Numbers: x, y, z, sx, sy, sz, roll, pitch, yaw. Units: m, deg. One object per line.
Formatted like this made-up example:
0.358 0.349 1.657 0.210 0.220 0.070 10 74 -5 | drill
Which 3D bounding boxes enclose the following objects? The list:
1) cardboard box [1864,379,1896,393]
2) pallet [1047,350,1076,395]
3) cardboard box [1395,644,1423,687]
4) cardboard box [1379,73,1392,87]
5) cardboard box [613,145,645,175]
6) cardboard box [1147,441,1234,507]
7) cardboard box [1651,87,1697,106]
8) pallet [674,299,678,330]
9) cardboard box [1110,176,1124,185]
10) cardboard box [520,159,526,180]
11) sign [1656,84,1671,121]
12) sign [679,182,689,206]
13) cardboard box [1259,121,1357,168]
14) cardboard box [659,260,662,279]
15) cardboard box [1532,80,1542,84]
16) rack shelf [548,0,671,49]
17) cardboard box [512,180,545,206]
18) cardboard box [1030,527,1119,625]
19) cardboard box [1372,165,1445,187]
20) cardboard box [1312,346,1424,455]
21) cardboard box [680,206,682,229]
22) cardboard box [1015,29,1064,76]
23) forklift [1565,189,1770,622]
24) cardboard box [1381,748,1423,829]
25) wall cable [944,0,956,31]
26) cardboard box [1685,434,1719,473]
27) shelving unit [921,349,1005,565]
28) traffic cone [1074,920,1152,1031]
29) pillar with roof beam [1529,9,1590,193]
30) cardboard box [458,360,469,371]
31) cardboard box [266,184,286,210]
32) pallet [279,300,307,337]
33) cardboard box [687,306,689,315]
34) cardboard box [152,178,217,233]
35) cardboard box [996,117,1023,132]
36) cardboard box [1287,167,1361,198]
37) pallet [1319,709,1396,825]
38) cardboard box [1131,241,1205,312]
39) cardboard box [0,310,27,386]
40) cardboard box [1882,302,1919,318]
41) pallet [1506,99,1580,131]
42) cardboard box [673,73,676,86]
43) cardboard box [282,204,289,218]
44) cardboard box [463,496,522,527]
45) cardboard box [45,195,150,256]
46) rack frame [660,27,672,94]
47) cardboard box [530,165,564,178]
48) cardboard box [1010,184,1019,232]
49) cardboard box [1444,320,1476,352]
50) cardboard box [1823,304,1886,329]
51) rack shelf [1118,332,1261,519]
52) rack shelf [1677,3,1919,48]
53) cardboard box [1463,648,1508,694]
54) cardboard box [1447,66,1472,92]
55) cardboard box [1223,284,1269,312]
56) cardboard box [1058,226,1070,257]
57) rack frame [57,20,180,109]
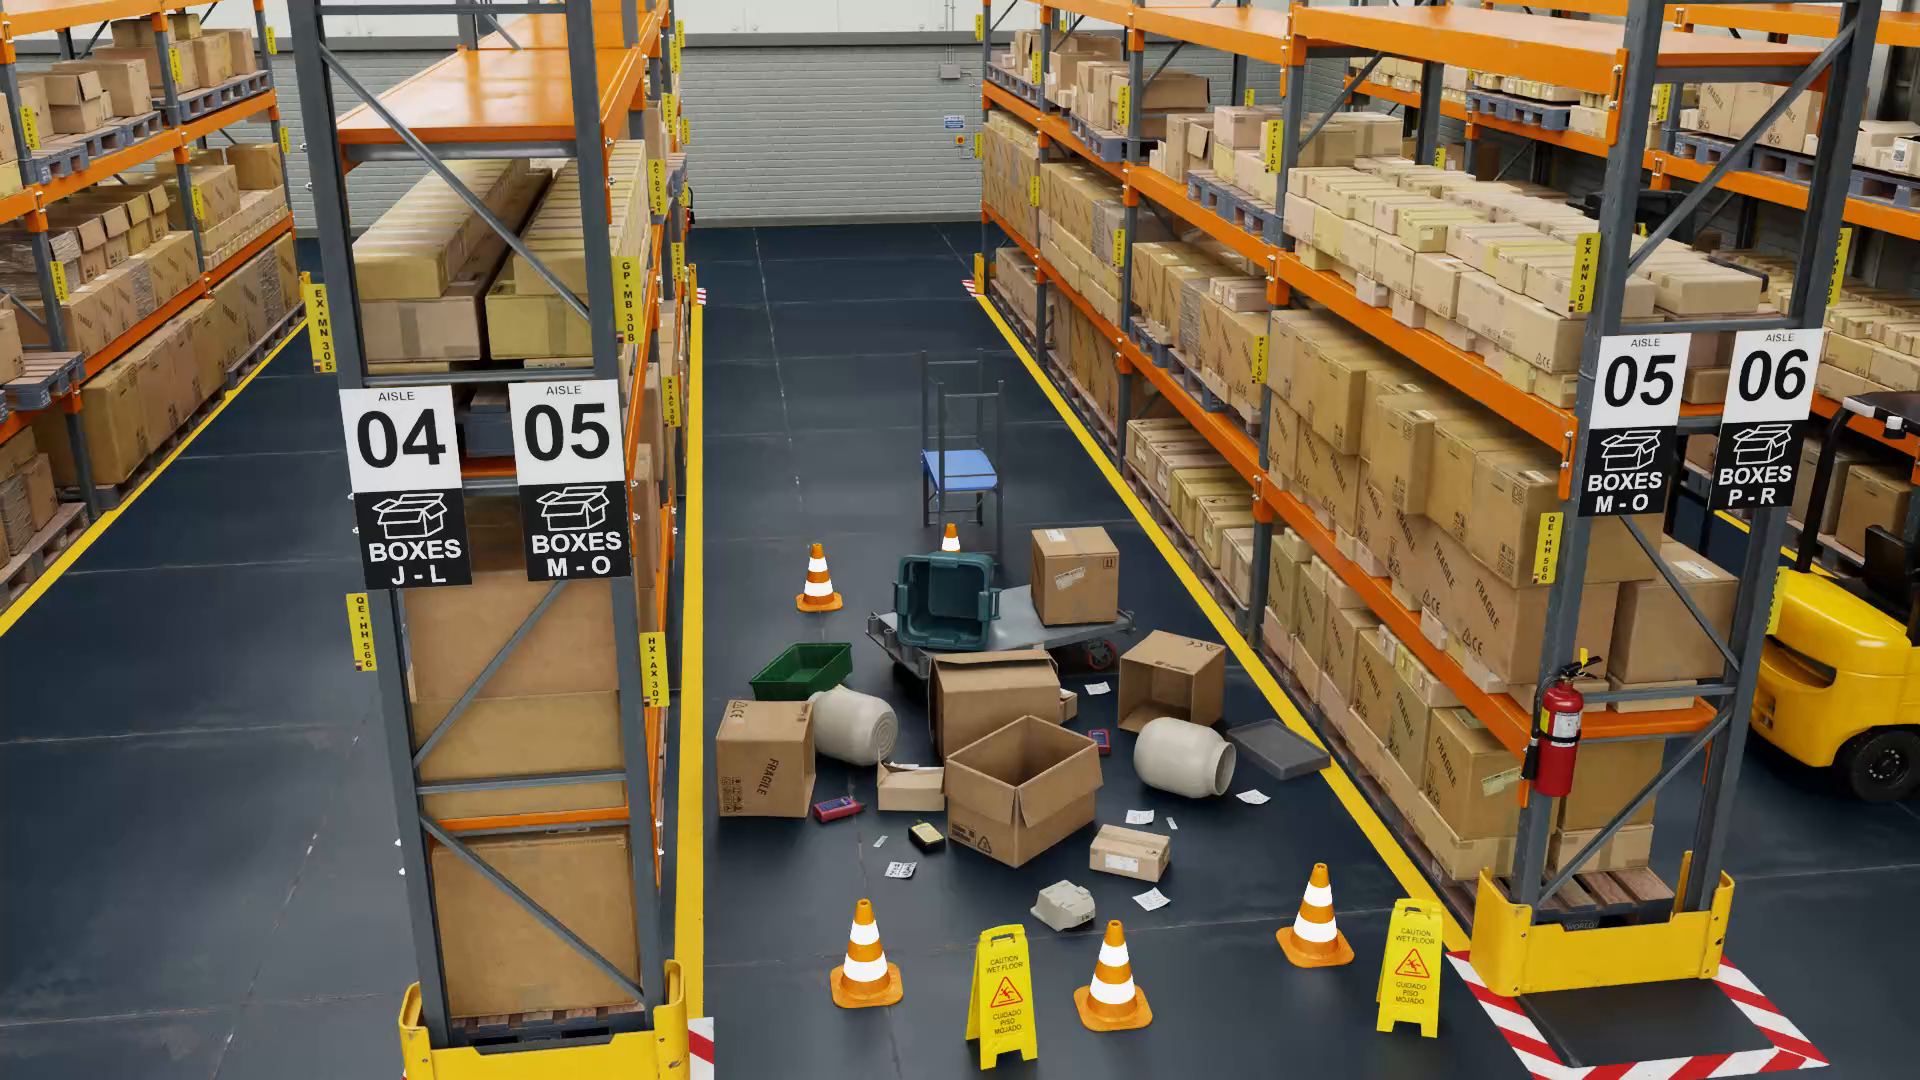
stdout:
7.109 -1.022 12.379 0.500 0.250 0.500 -2 21 -7 | cardboard box
1.562 -1.879 18.446 1.003 0.211 1.213 -3 21 -8 | pallet
2.580 0.667 8.974 0.380 0.149 0.250 -3 21 -7 | cardboard box
5.590 -5.890 21.271 0.380 0.149 0.250 -3 21 -8 | cardboard box
-1.950 -2.101 9.243 0.380 0.149 0.250 -3 21 -8 | cardboard box
2.139 -0.578 14.133 0.950 0.372 0.625 -3 21 -9 | cardboard box
6.522 -4.081 15.287 0.380 0.149 0.250 -2 21 -6 | cardboard box
-3.139 -1.931 14.873 1.213 0.211 1.003 -3 21 -8 | pallet
1.825 -3.467 17.139 0.500 0.500 0.500 -2 21 -6 | cardboard box
-2.600 -2.067 9.153 0.380 0.149 0.250 -3 21 -8 | cardboard box
6.327 -3.936 14.942 0.100 0.325 0.005 -3 21 -8 | sign
-2.959 -3.736 17.776 0.100 0.325 0.005 -3 21 -8 | sign
2.320 -2.639 11.107 0.500 0.250 0.500 -2 21 -7 | cardboard box
-2.847 -2.400 14.762 0.380 0.149 0.250 -3 21 -9 | cardboard box
6.150 -4.803 17.191 0.380 0.149 0.250 -3 21 -7 | cardboard box
-3.219 -4.758 15.193 1.077 0.370 4.000 -3 21 -8 | rack shelf
-2.487 -1.754 8.884 0.500 0.250 0.500 -3 21 -8 | cardboard box
0.772 0.237 11.284 0.500 0.500 0.500 -3 21 -8 | cardboard box
2.791 -2.241 10.362 0.380 0.149 0.250 -2 21 -7 | cardboard box
2.476 -0.817 9.620 0.700 0.500 0.500 -3 21 -9 | cardboard box
-3.408 -3.705 18.782 0.500 0.500 0.500 -3 21 -8 | cardboard box
0.942 -5.824 19.849 0.500 0.500 0.500 -3 21 -7 | cardboard box
4.994 -0.985 12.164 1.130 2.935 3.031 -3 21 -8 | forklift
2.656 1.351 9.141 0.500 0.250 0.500 -3 21 -8 | cardboard box
-0.299 -9.599 26.556 0.463 3.000 0.029 -3 21 -8 | wall cable
7.042 -0.957 14.786 0.875 0.625 0.625 -2 21 -6 | cardboard box
0.012 -0.673 13.375 0.538 1.500 1.048 -3 21 -8 | shelving unit
0.718 1.984 7.742 0.336 0.463 0.334 -3 21 -8 | traffic cone
2.819 -6.580 18.473 9.100 9.000 0.400 -3 21 -8 | pillar with roof beam
-2.197 -0.726 6.701 0.380 0.149 0.250 -3 21 -7 | cardboard box
-8.674 -4.249 20.593 0.500 0.250 0.500 -3 21 -9 | cardboard box
-8.814 -2.755 20.790 1.003 0.211 1.213 -3 21 -8 | pallet
-3.565 -2.889 20.638 0.380 0.149 0.250 -4 21 -10 | cardboard box
-8.246 -3.548 17.646 0.500 0.500 0.500 -3 21 -8 | cardboard box
0.665 -5.243 20.967 0.380 0.149 0.250 -4 21 -10 | cardboard box
2.252 -2.214 10.290 0.380 0.149 0.250 -3 21 -9 | cardboard box
2.840 1.281 9.984 1.003 0.211 1.213 -3 21 -8 | pallet
1.789 -2.279 14.363 0.500 0.500 0.500 -4 21 -9 | cardboard box
-7.557 -1.434 12.527 0.700 0.500 0.500 0 20 0 | cardboard box
7.512 -1.771 13.100 0.380 0.149 0.250 -3 21 -8 | cardboard box
6.465 -4.429 17.270 1.213 0.211 1.003 -3 21 -8 | pallet
-3.466 -5.260 18.724 0.500 0.250 0.500 -3 21 -7 | cardboard box
-8.630 -4.110 20.791 0.380 0.149 0.250 -3 21 -7 | cardboard box
-1.964 0.098 7.408 0.875 0.550 0.550 -3 21 -8 | cardboard box
-8.243 -3.007 15.903 0.797 0.503 0.637 -3 21 -7 | cardboard box
-3.508 -5.975 16.851 1.000 3.000 0.127 -3 21 -8 | rack frame
-2.615 -2.209 10.528 0.500 0.250 0.500 -3 21 -7 | cardboard box
0.890 -3.995 19.981 0.500 0.500 0.500 -3 21 -9 | cardboard box
2.651 -1.044 8.296 0.380 0.149 0.250 -3 21 -8 | cardboard box
6.989 -1.742 13.024 0.380 0.149 0.250 -3 21 -9 | cardboard box
2.241 -1.034 13.227 1.077 0.370 4.000 -3 21 -8 | rack shelf
7.152 -3.909 12.921 1.077 0.370 4.000 -3 21 -8 | rack shelf
2.694 0.623 8.120 0.380 0.149 0.250 -3 21 -8 | cardboard box
5.970 -5.329 19.200 0.500 0.250 0.500 -3 21 -8 | cardboard box
2.127 -1.752 12.025 0.380 0.149 0.250 -4 21 -9 | cardboard box
1.310 -3.091 17.205 0.500 0.250 0.500 -3 21 -7 | cardboard box
-8.430 -5.759 16.275 1.000 3.000 0.127 -3 21 -8 | rack frame
